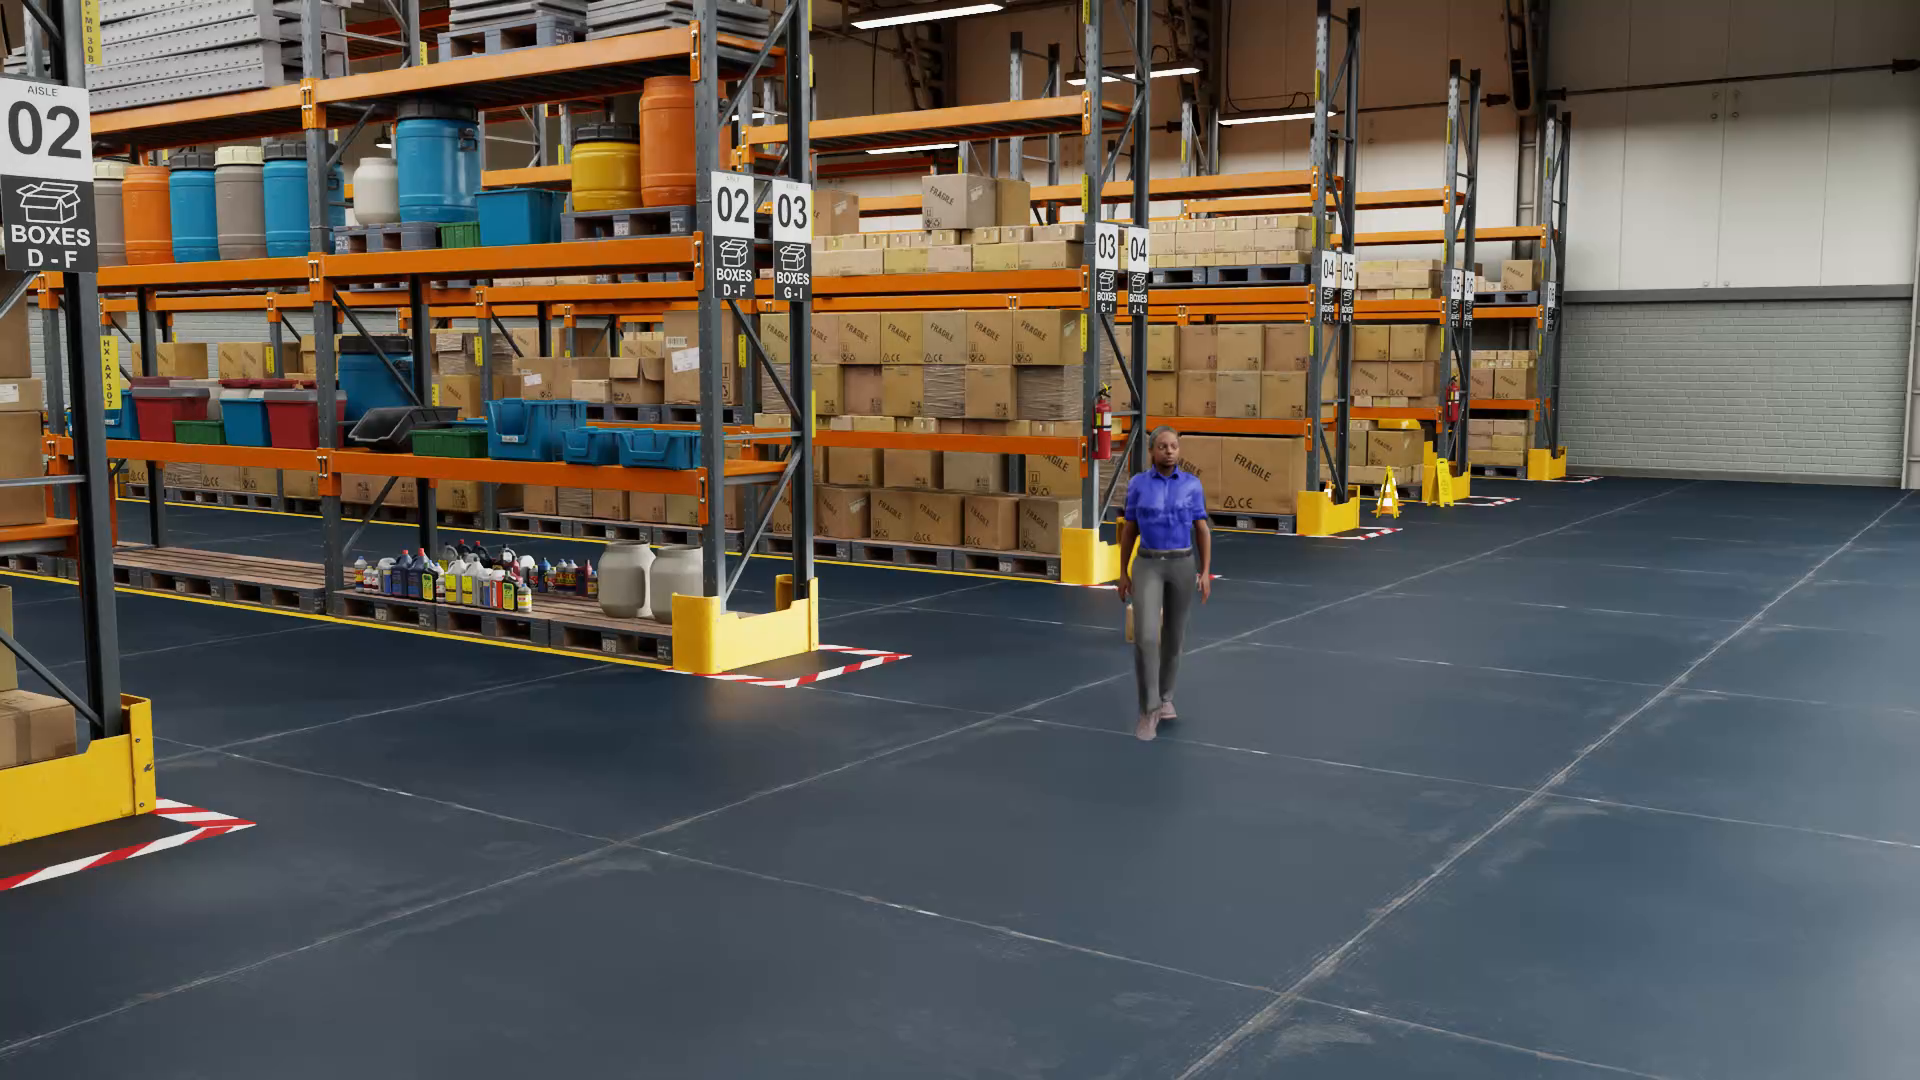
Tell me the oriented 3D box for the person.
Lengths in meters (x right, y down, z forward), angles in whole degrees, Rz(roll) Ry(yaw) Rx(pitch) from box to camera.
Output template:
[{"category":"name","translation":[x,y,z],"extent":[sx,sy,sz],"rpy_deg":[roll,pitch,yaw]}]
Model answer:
[{"category":"person","translation":[1.124,0.236,9.097],"extent":[0.487,1.723,0.612],"rpy_deg":[0,6,-1]}]
